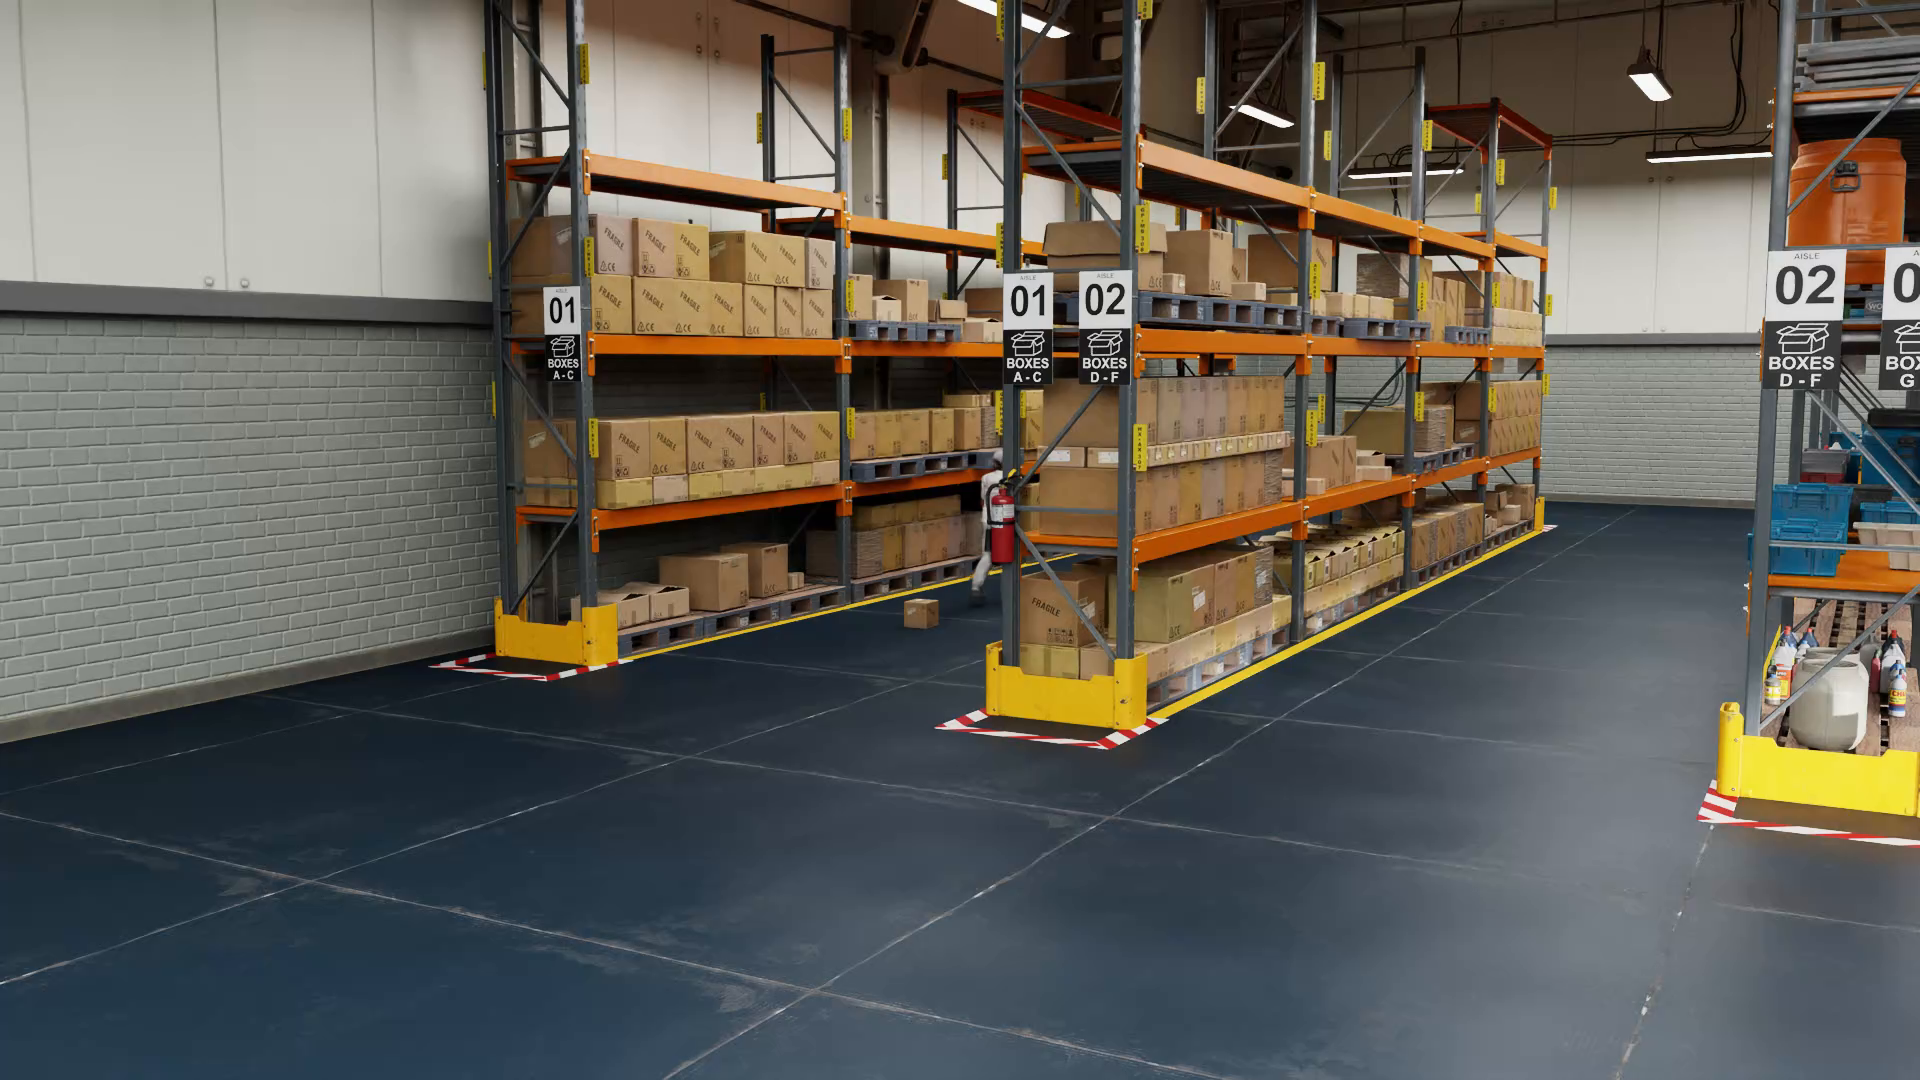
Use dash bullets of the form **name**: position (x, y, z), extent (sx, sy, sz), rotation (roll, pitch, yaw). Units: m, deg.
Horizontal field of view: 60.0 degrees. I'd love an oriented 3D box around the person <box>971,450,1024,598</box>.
- **person**: position (0.430, -0.166, 17.886), extent (0.475, 1.612, 0.999), rotation (3, 7, 24)
